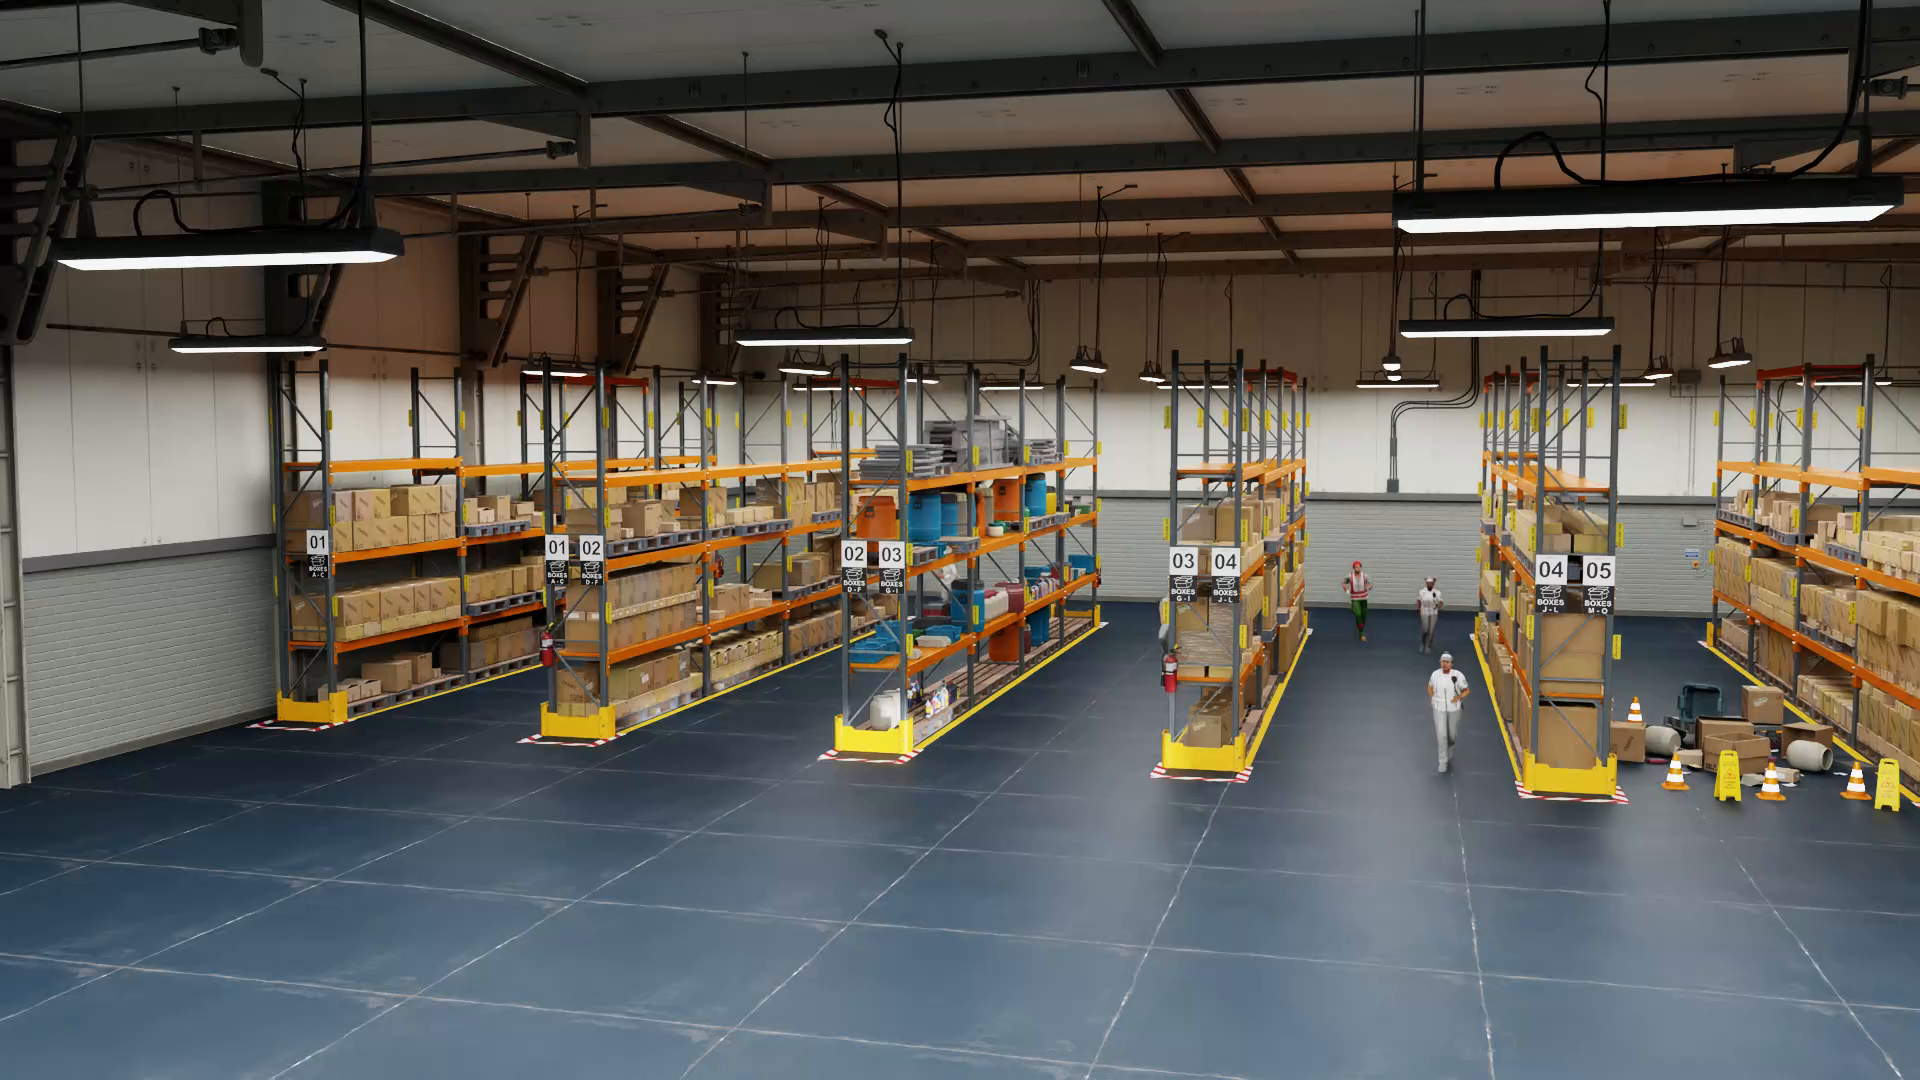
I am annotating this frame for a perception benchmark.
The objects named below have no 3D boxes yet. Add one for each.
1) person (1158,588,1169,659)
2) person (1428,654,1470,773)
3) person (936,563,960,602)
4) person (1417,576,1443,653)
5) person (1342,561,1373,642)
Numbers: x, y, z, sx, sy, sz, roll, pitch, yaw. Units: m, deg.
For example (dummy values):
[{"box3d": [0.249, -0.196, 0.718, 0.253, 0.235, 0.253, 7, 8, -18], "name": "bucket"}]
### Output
[{"box3d": [4.284, 1.734, 33.816, 0.560, 1.627, 0.672, 2, 4, 20], "name": "person"}, {"box3d": [7.037, 2.463, 23.980, 0.595, 1.673, 0.808, 1, 4, 19], "name": "person"}, {"box3d": [-0.283, 1.142, 41.305, 0.675, 1.774, 1.000, -2, 5, -25], "name": "person"}, {"box3d": [10.060, 1.604, 35.608, 0.559, 1.667, 0.583, 1, 4, 16], "name": "person"}, {"box3d": [9.080, 1.376, 37.939, 0.662, 1.806, 0.904, 0, 4, 1], "name": "person"}]
